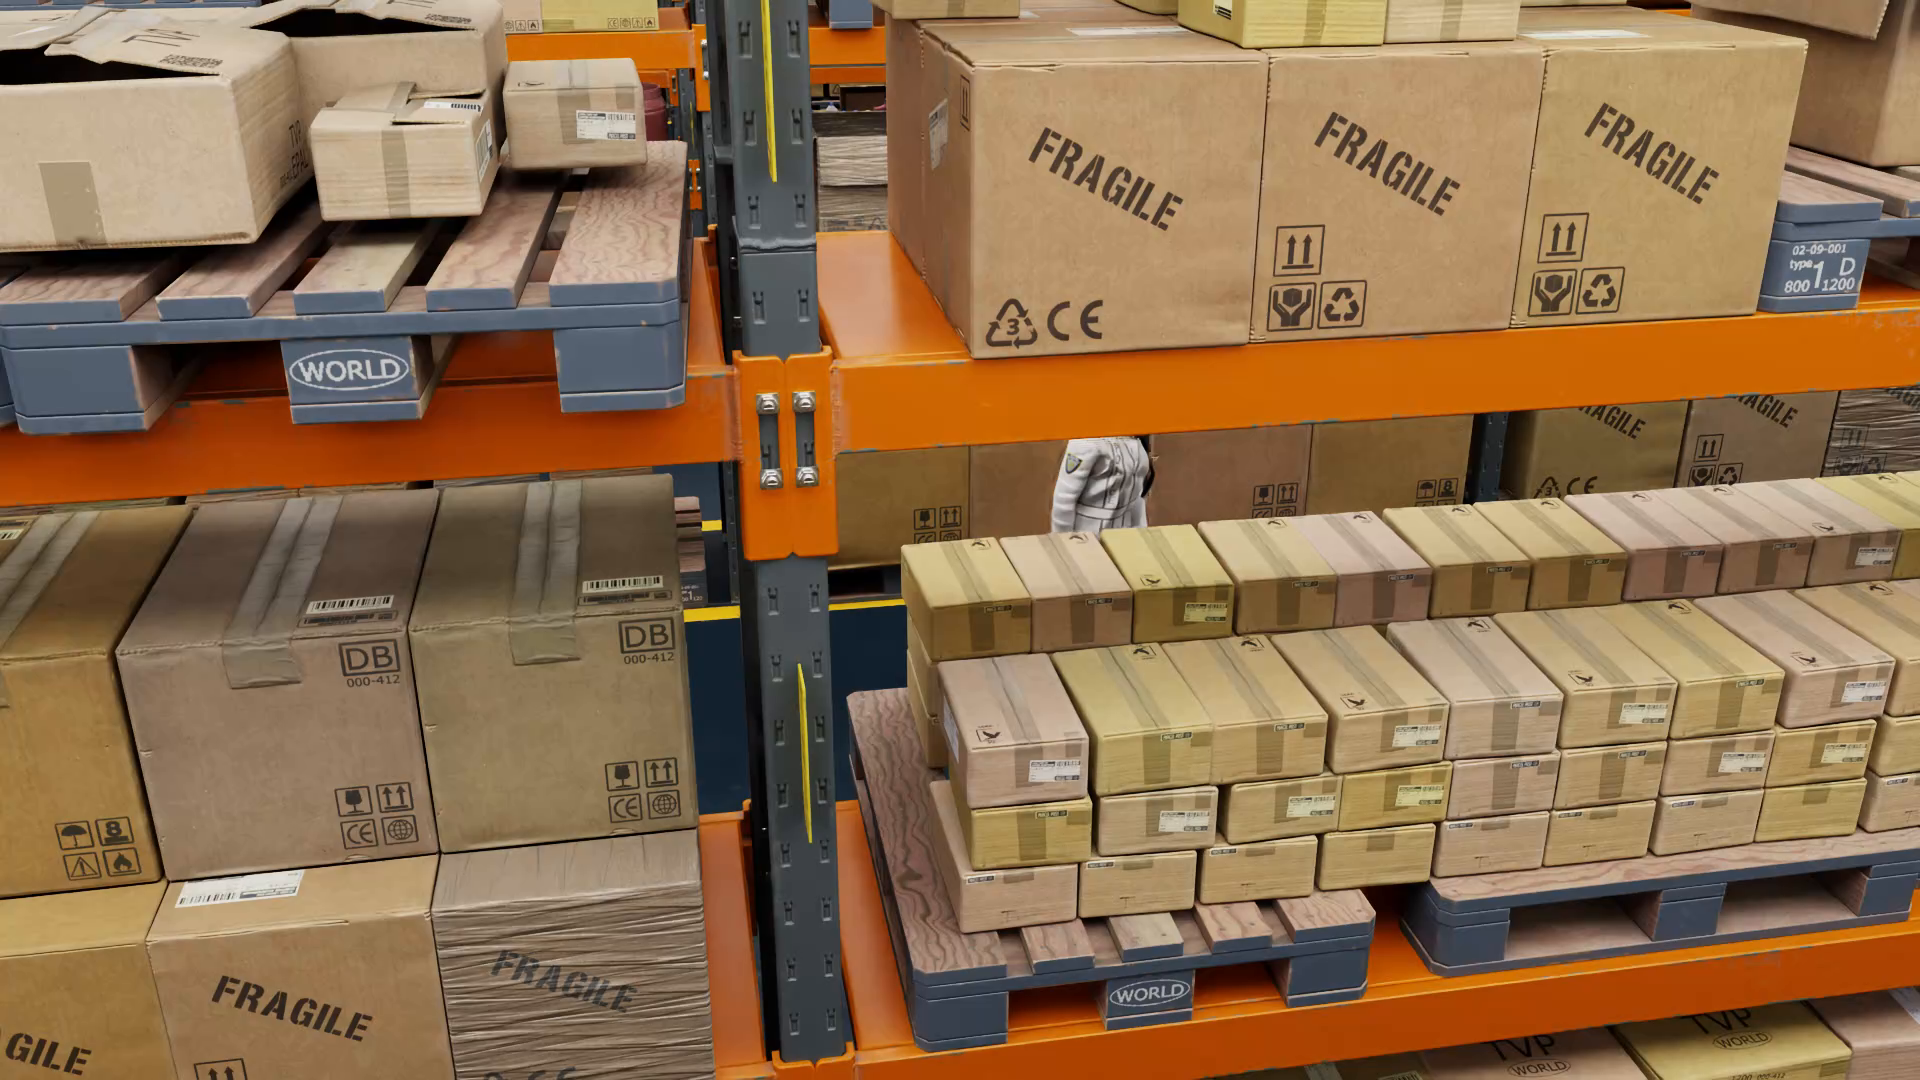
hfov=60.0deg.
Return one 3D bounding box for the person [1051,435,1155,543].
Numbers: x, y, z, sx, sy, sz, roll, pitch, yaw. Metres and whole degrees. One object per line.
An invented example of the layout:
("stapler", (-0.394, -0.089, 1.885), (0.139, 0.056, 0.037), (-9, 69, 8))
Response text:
("person", (0.588, 0.026, 7.065), (0.643, 1.696, 0.491), (11, 26, 25))
